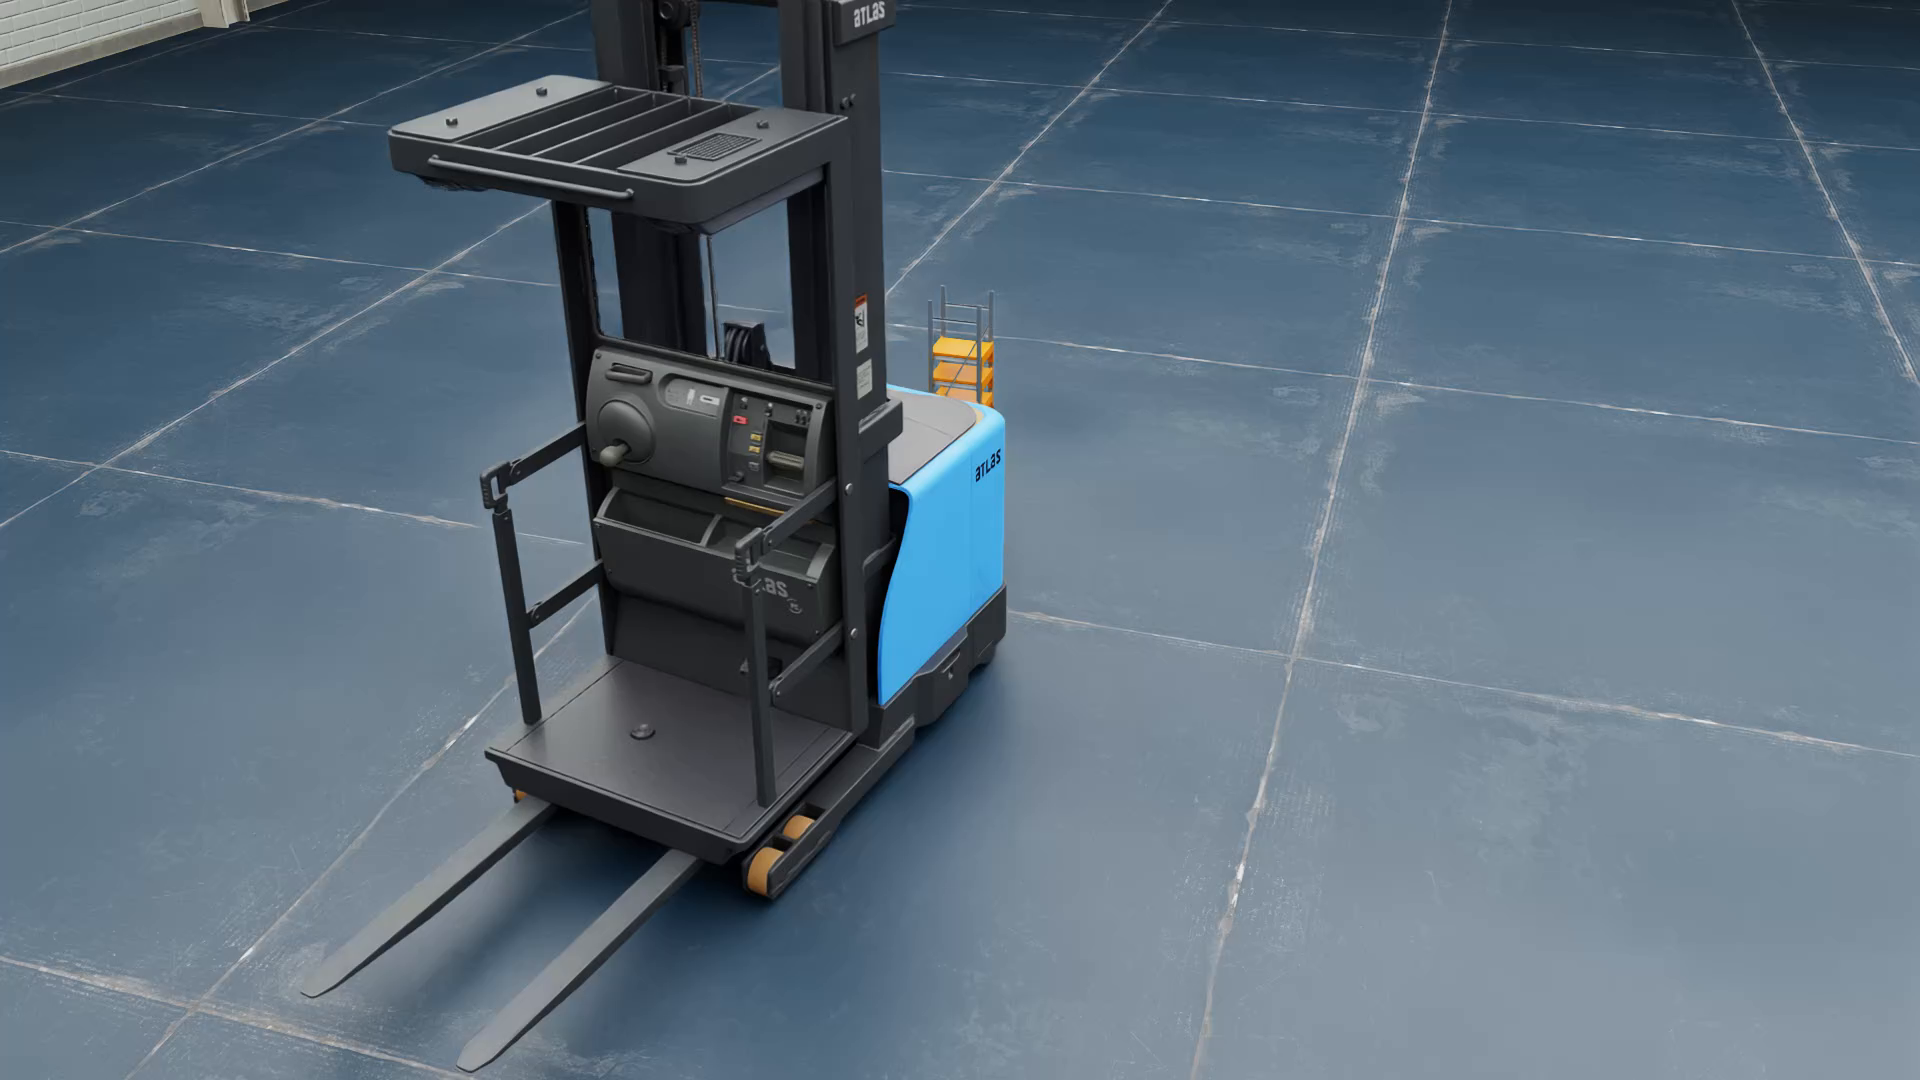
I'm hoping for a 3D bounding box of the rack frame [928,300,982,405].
[{"bbox_3d":[-0.023,-0.489,7.394,0.240,1.200,0.006,8,30,15],"label":"rack frame"}]

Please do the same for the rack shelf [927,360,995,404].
[{"bbox_3d":[0.004,-0.702,7.375,0.258,0.103,0.180,8,30,15],"label":"rack shelf"}]

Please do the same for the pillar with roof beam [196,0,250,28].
[{"bbox_3d":[-3.636,-8.775,14.267,9.100,9.000,0.400,8,30,15],"label":"pillar with roof beam"}]

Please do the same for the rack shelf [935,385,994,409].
[{"bbox_3d":[0.004,-0.597,7.434,0.258,0.103,0.180,8,30,15],"label":"rack shelf"}]

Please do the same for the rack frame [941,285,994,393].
[{"bbox_3d":[0.031,-0.574,7.547,0.240,1.200,0.006,8,30,15],"label":"rack frame"}]

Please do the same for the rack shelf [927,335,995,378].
[{"bbox_3d":[0.004,-0.807,7.317,0.258,0.103,0.180,8,30,15],"label":"rack shelf"}]

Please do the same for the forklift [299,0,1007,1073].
[{"bbox_3d":[-0.946,-0.330,5.328,1.130,2.935,3.031,14,32,24],"label":"forklift"}]

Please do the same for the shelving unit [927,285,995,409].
[{"bbox_3d":[0.004,-0.531,7.470,0.258,1.200,0.189,8,30,15],"label":"shelving unit"}]
